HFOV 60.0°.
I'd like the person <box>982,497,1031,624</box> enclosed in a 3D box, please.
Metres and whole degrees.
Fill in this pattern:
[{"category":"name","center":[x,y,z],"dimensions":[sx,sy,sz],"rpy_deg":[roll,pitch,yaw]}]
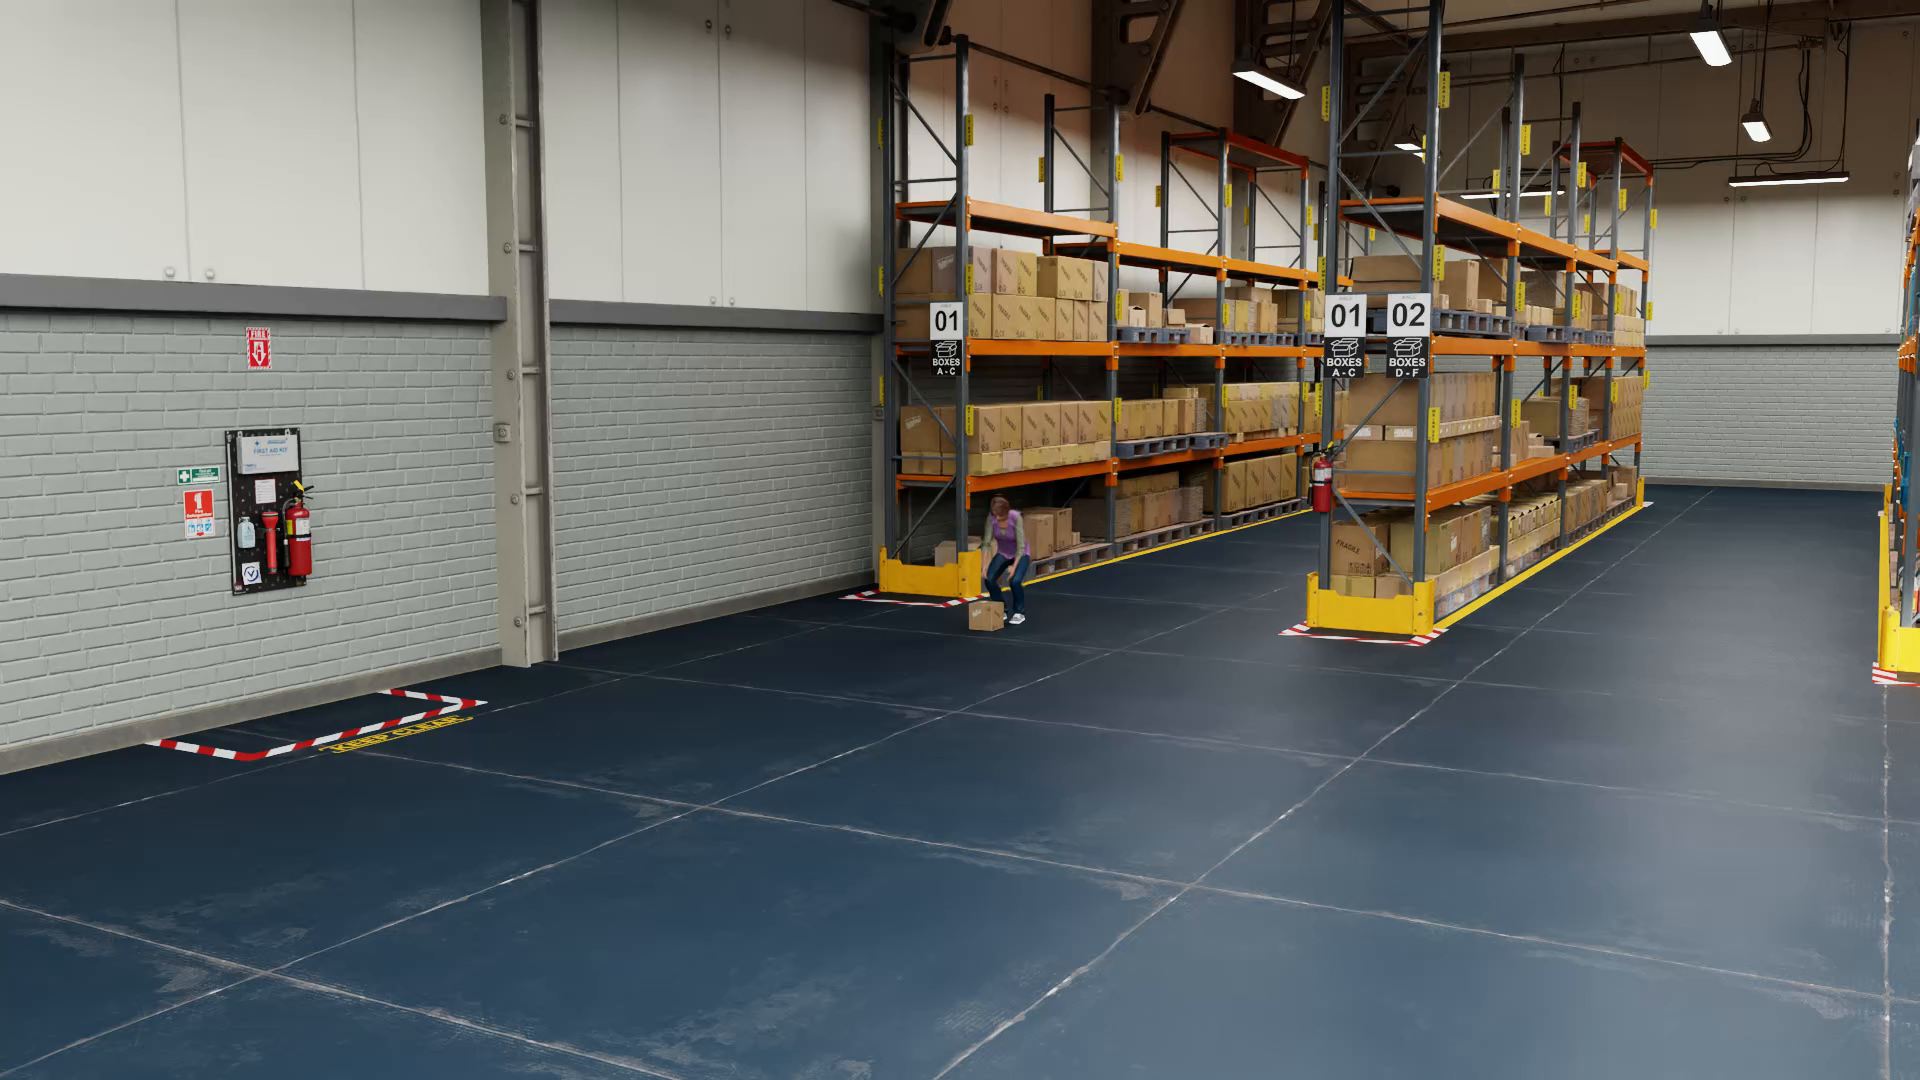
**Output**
[{"category":"person","center":[0.480,0.198,16.349],"dimensions":[0.463,1.255,0.673],"rpy_deg":[3,7,29]}]
